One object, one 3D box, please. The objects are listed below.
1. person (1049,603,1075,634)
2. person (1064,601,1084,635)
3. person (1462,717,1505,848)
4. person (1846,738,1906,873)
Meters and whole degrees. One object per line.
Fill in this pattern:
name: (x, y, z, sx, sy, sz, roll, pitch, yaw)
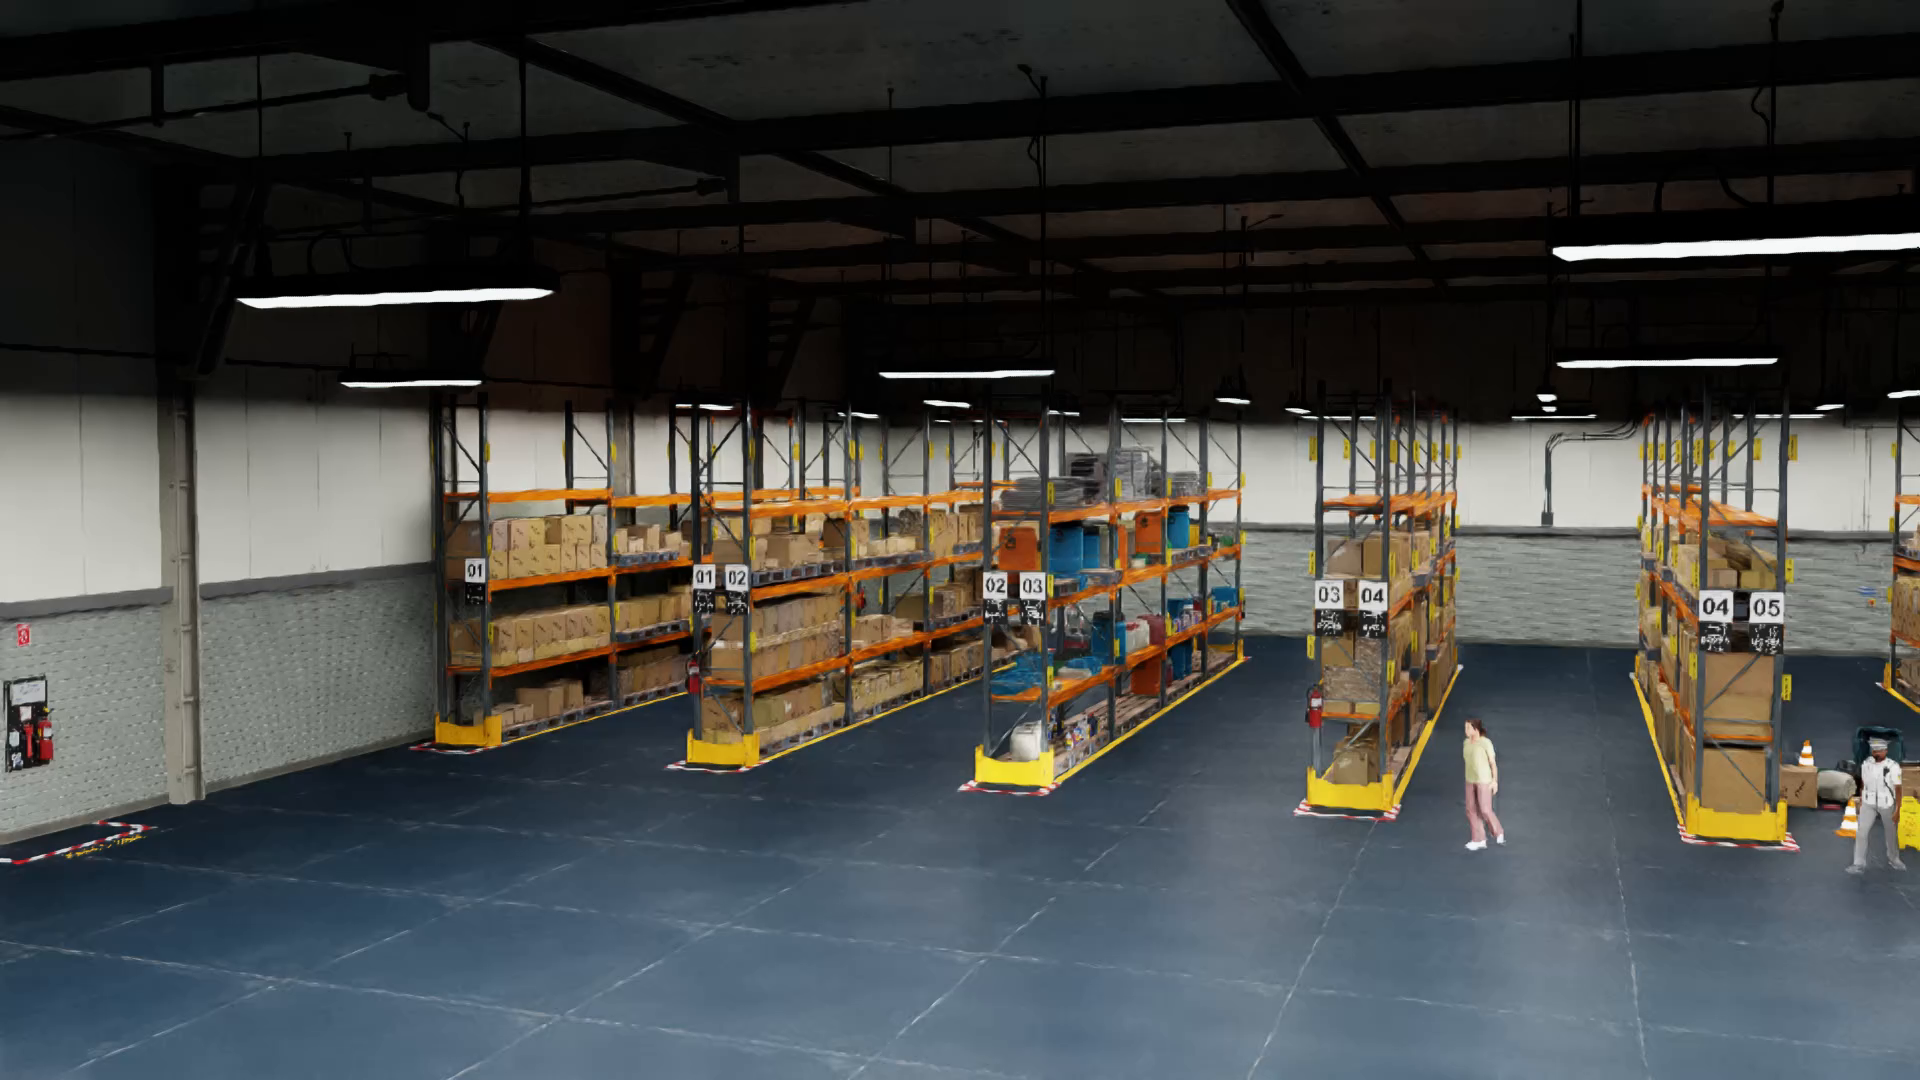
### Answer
person: (2.780, 1.702, 45.405, 0.705, 1.782, 0.487, -2, 3, -28)
person: (2.744, 2.098, 40.217, 0.566, 1.541, 0.519, 1, 3, 17)
person: (6.618, 3.055, 21.017, 0.504, 1.663, 0.516, -2, 4, -33)
person: (10.900, 3.136, 19.719, 0.488, 1.624, 0.933, 3, 4, 43)
